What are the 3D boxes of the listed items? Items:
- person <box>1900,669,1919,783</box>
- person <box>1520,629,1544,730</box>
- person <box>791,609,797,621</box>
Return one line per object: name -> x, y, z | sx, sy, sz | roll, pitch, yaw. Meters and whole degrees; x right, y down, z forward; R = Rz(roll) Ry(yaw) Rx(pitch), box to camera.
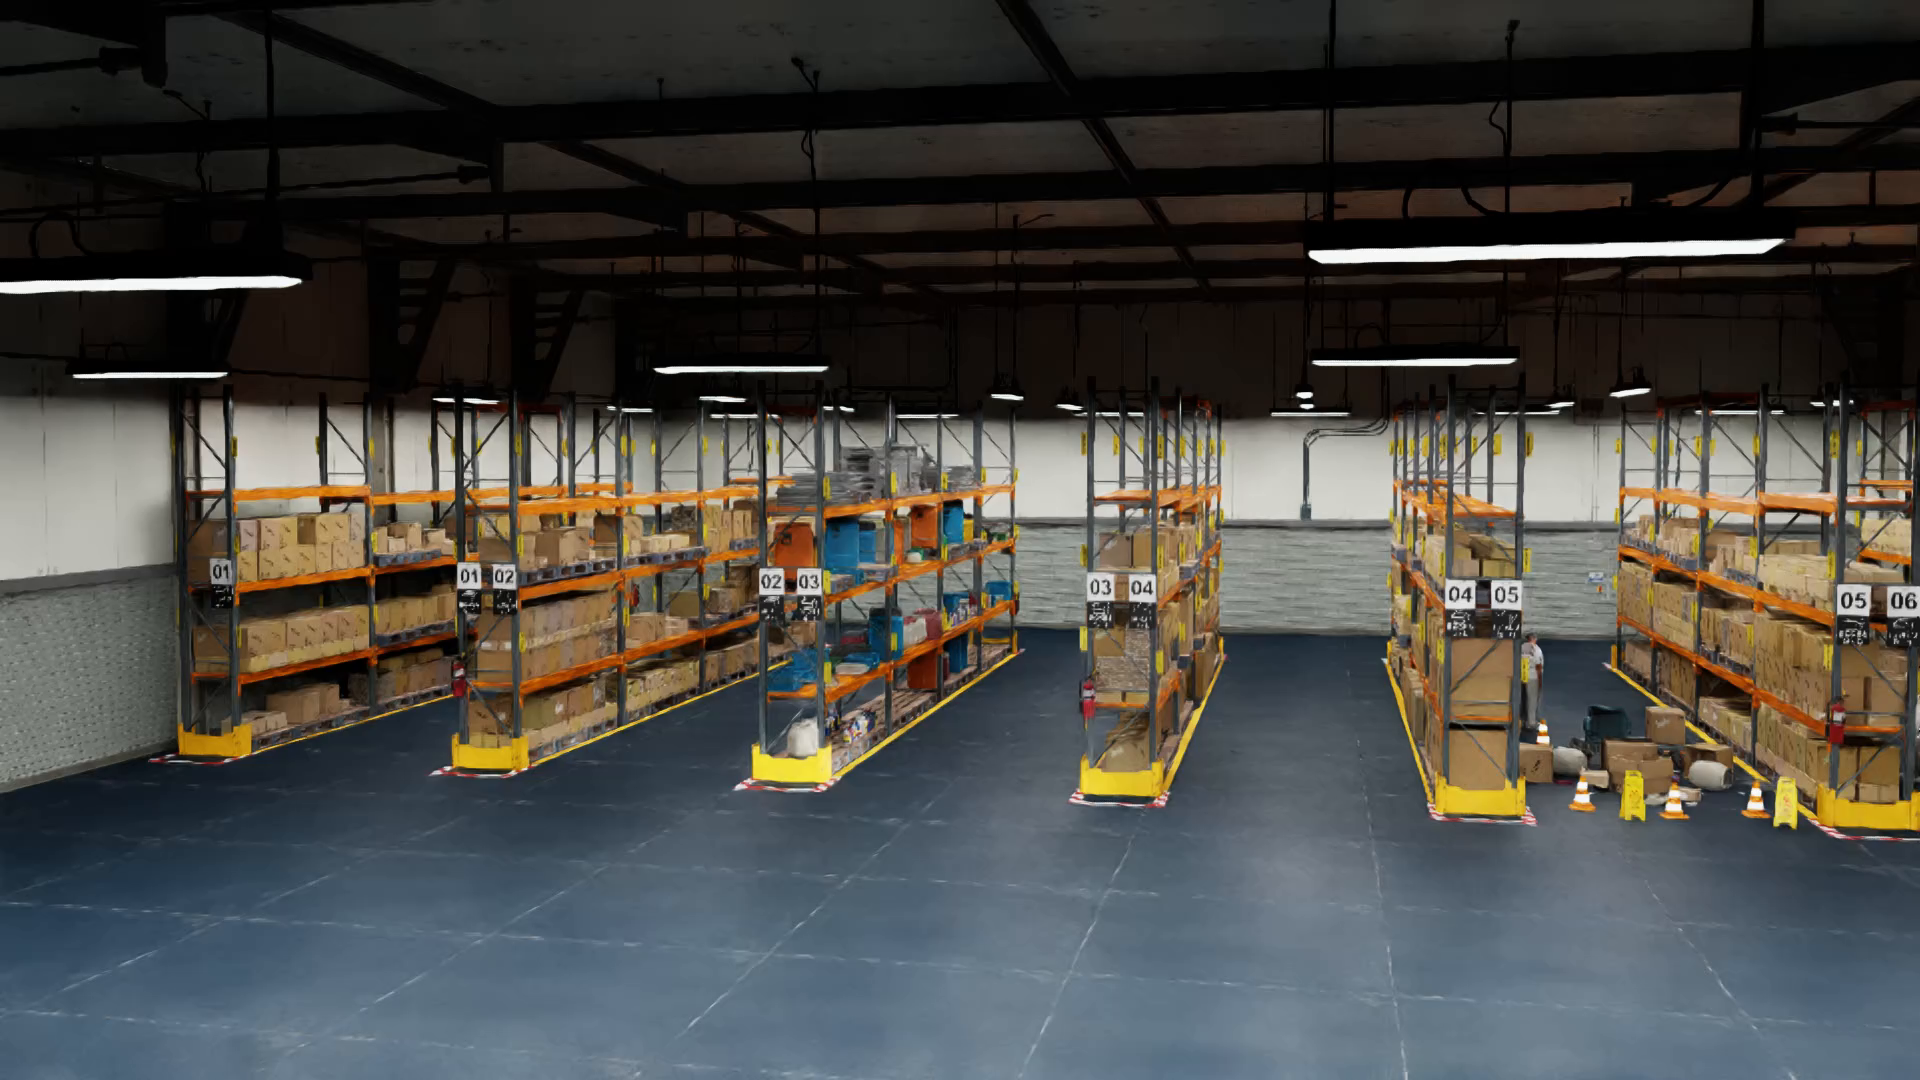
person -> 14.266, 2.765, 24.806 | 0.462, 1.677, 0.524 | 3, 4, 43
person -> 10.161, 2.459, 29.530 | 0.476, 1.759, 0.593 | -1, 3, -19
person -> -4.346, 1.717, 44.539 | 0.471, 1.589, 0.454 | -2, 4, -27
